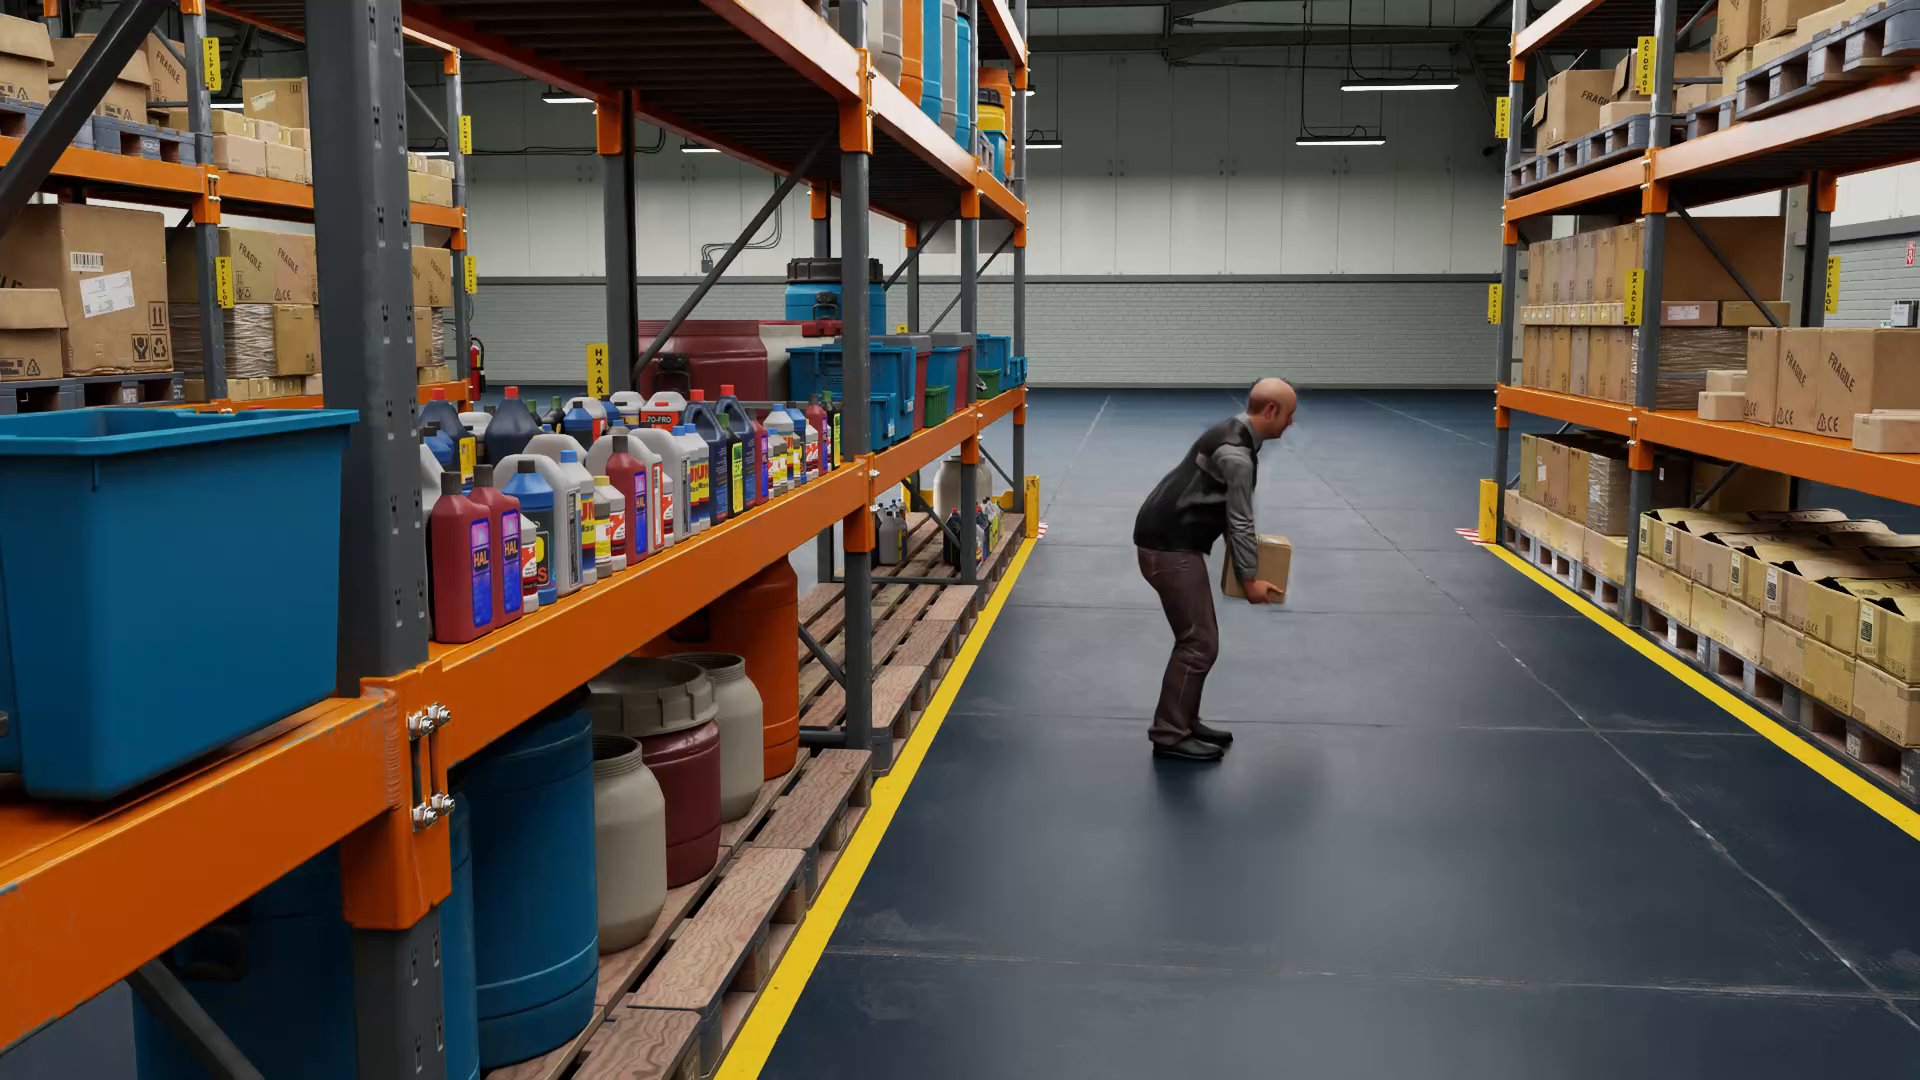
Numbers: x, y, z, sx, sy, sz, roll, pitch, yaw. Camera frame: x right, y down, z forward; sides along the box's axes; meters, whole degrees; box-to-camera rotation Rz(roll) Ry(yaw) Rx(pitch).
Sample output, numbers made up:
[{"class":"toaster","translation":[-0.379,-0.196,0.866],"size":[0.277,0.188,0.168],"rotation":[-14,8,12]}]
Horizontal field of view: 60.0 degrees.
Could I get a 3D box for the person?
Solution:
[{"class":"person","translation":[1.072,0.114,7.069],"size":[0.675,1.600,0.470],"rotation":[1,8,5]}]
